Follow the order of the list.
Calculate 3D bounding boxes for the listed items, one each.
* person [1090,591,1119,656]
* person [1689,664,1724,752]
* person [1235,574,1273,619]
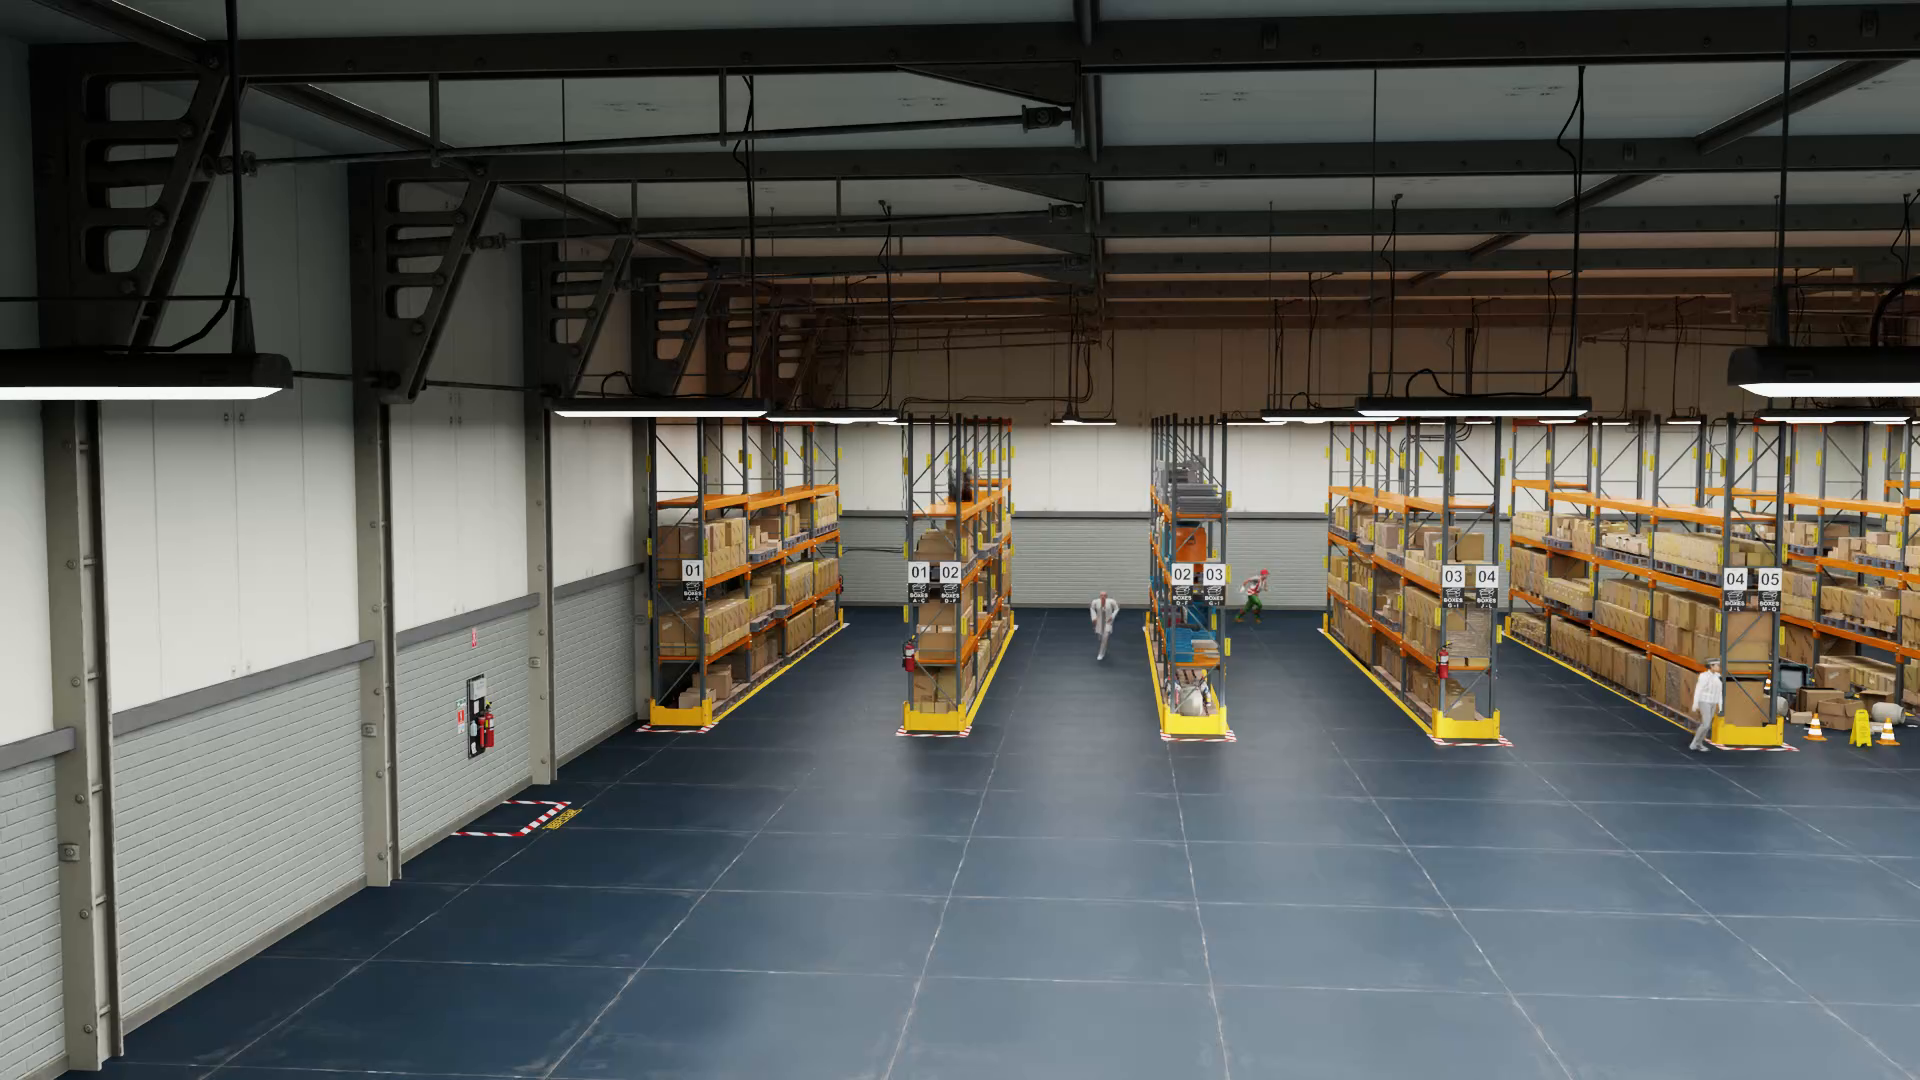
[{"bbox_3d":[3.605,2.053,41.456,0.712,1.631,0.811,1,4,8],"label":"person"},{"bbox_3d":[13.205,2.916,29.414,0.584,1.660,0.443,-2,4,-24],"label":"person"},{"bbox_3d":[8.592,1.623,48.579,1.108,1.465,0.675,3,5,34],"label":"person"}]
